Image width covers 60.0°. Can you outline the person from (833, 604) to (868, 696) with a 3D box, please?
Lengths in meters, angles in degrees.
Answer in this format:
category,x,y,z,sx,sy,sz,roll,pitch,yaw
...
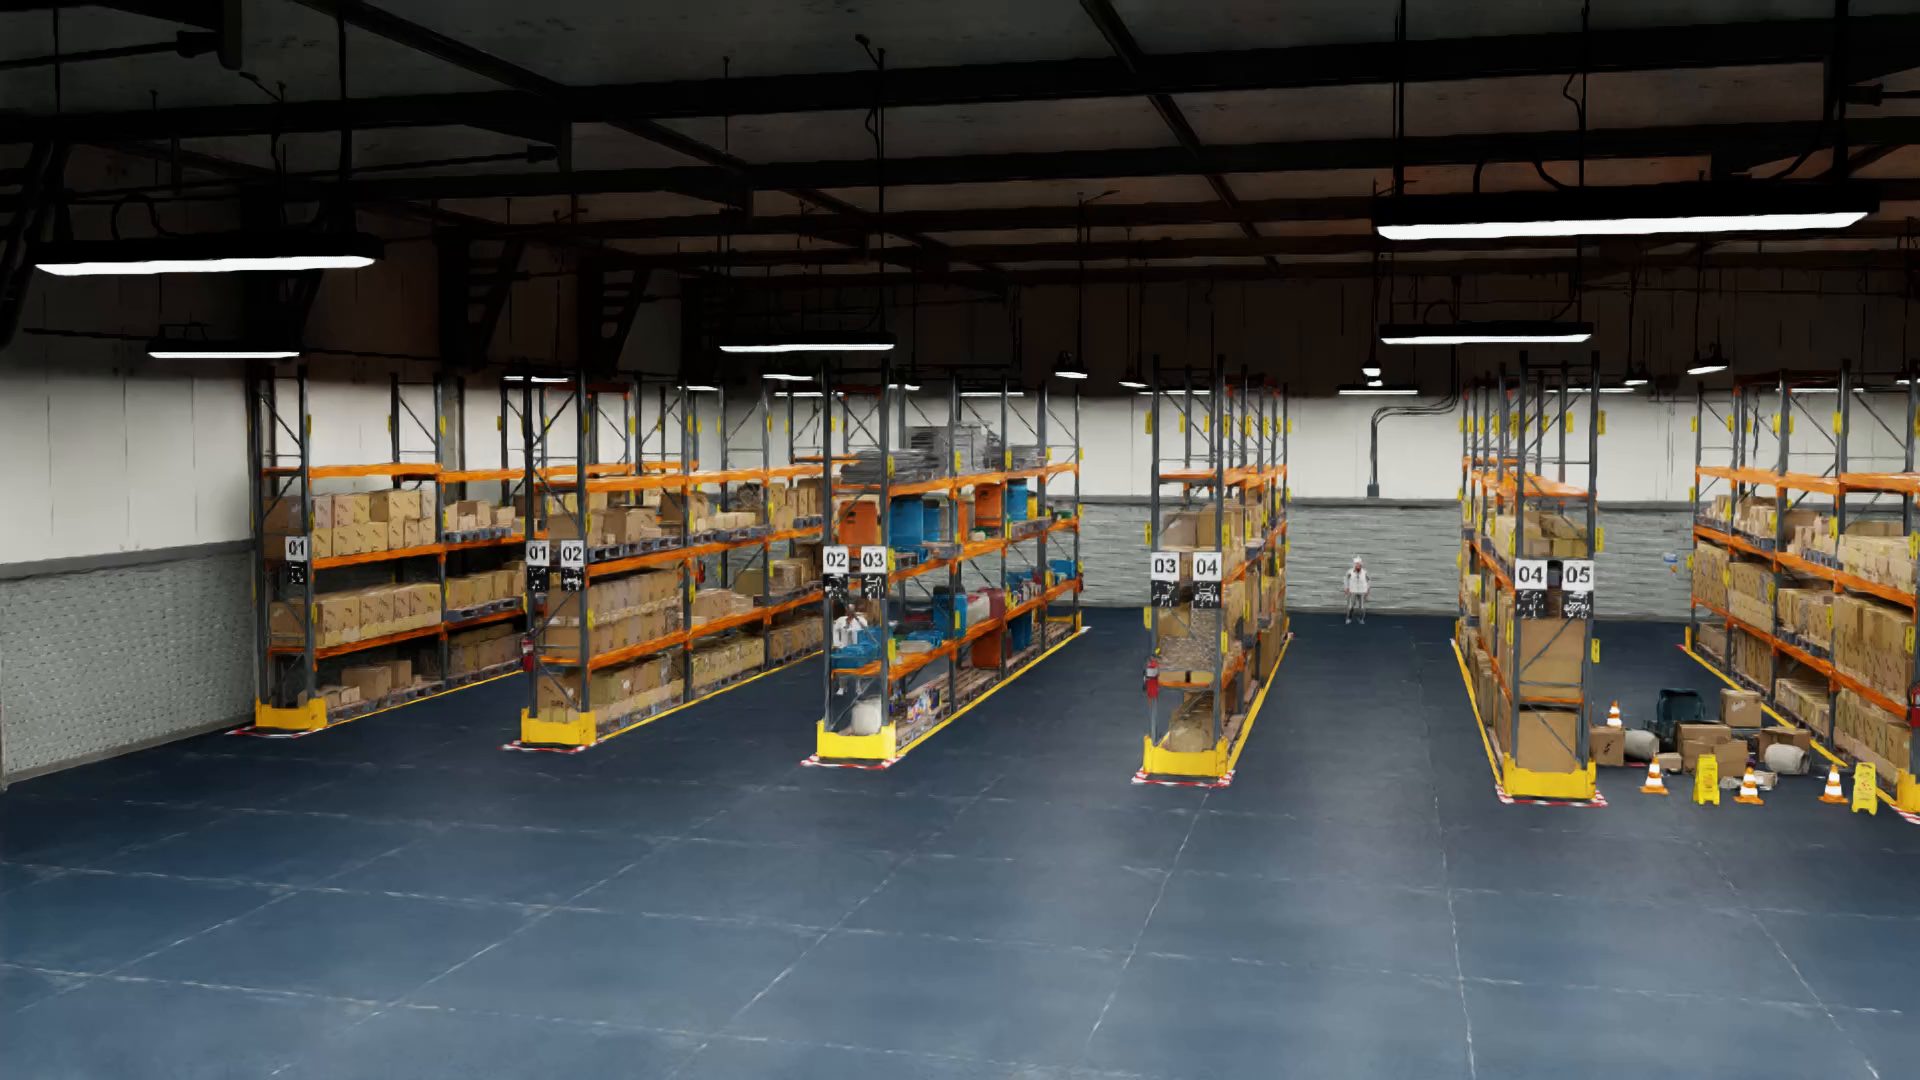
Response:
category,x,y,z,sx,sy,sz,roll,pitch,yaw
person,-2.008,2.022,30.741,0.724,1.733,0.546,1,4,13

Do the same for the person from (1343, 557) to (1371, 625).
category,x,y,z,sx,sy,sz,roll,pitch,yaw
person,9.946,1.277,41.637,0.677,1.726,0.574,1,4,13

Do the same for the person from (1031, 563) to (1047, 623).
category,x,y,z,sx,sy,sz,roll,pitch,yaw
person,2.024,1.330,41.760,0.448,1.601,0.480,-4,5,-44
